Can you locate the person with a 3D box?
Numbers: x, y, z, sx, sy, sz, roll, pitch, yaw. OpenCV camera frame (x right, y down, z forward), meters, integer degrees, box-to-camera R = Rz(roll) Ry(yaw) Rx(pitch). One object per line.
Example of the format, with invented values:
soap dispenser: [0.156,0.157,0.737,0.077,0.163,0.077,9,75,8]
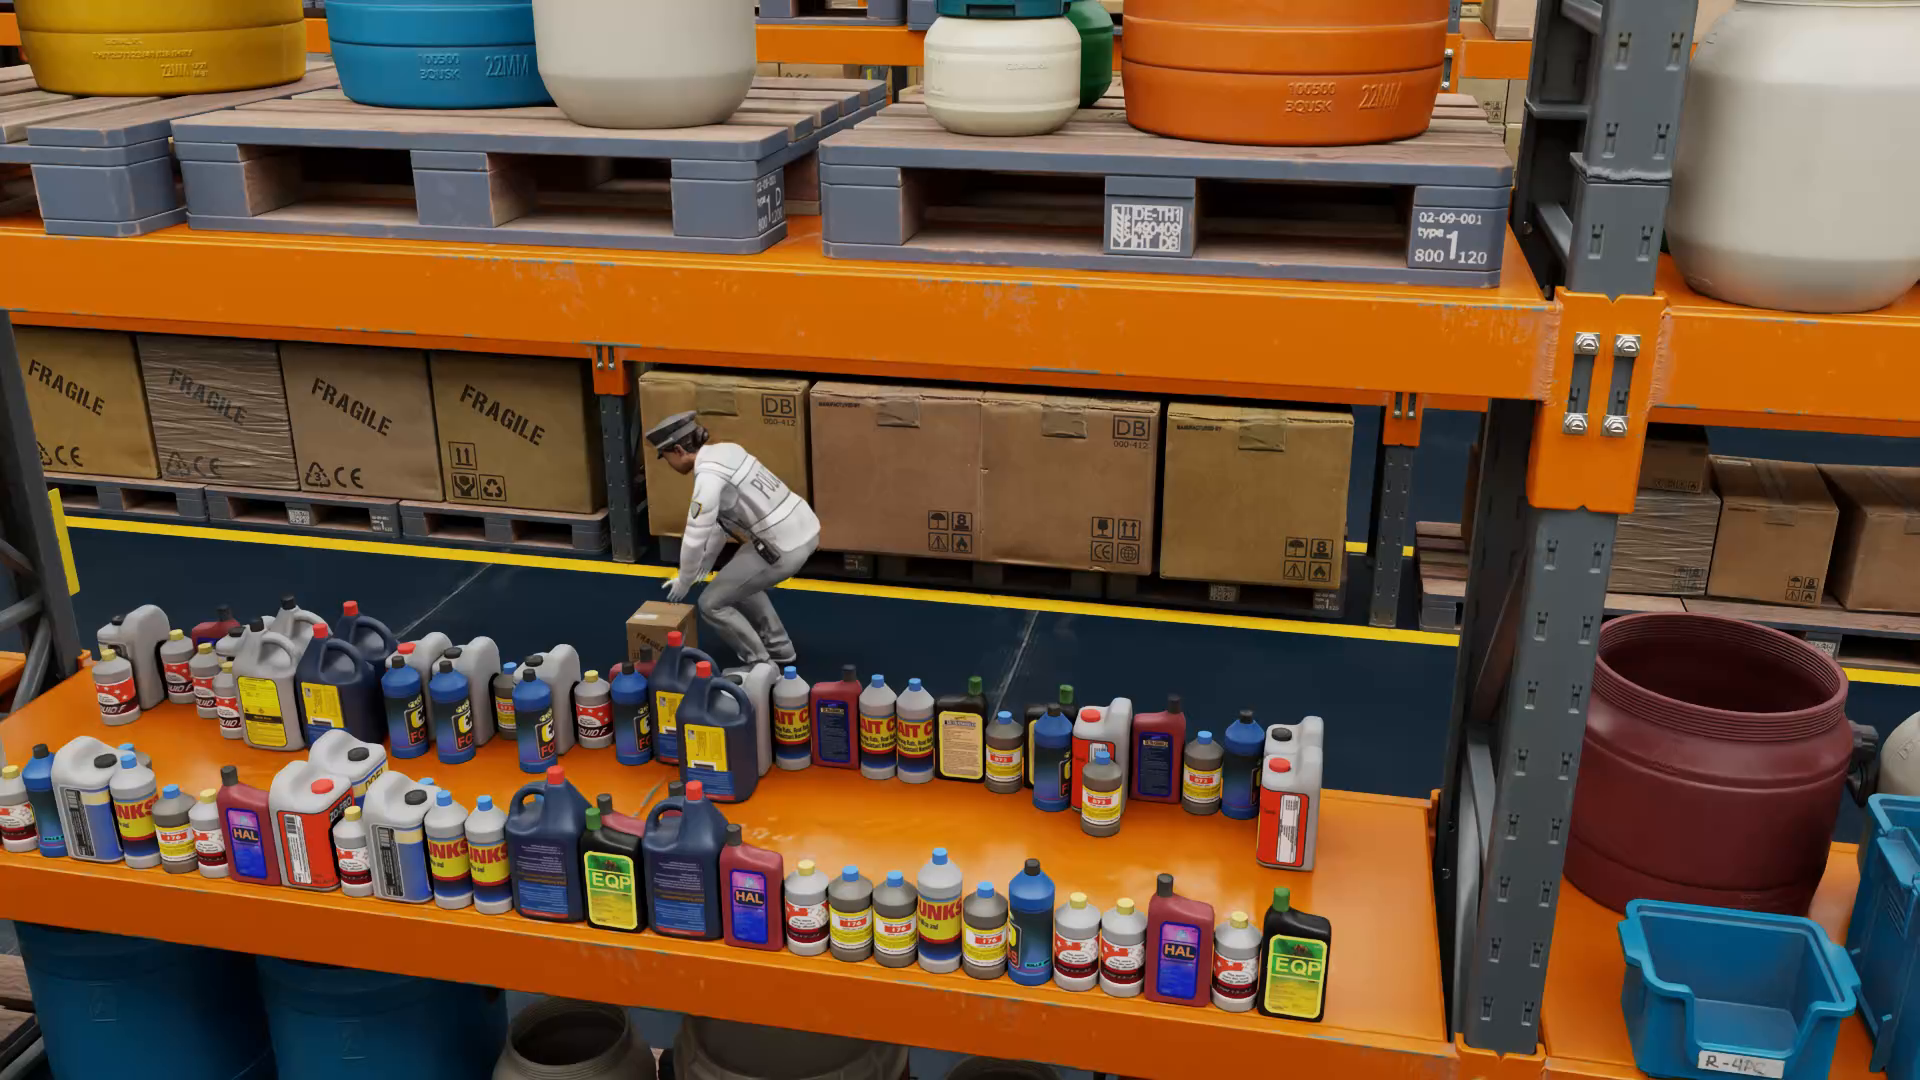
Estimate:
person: [-1.034,0.035,7.549,0.754,1.263,0.531,5,22,12]
